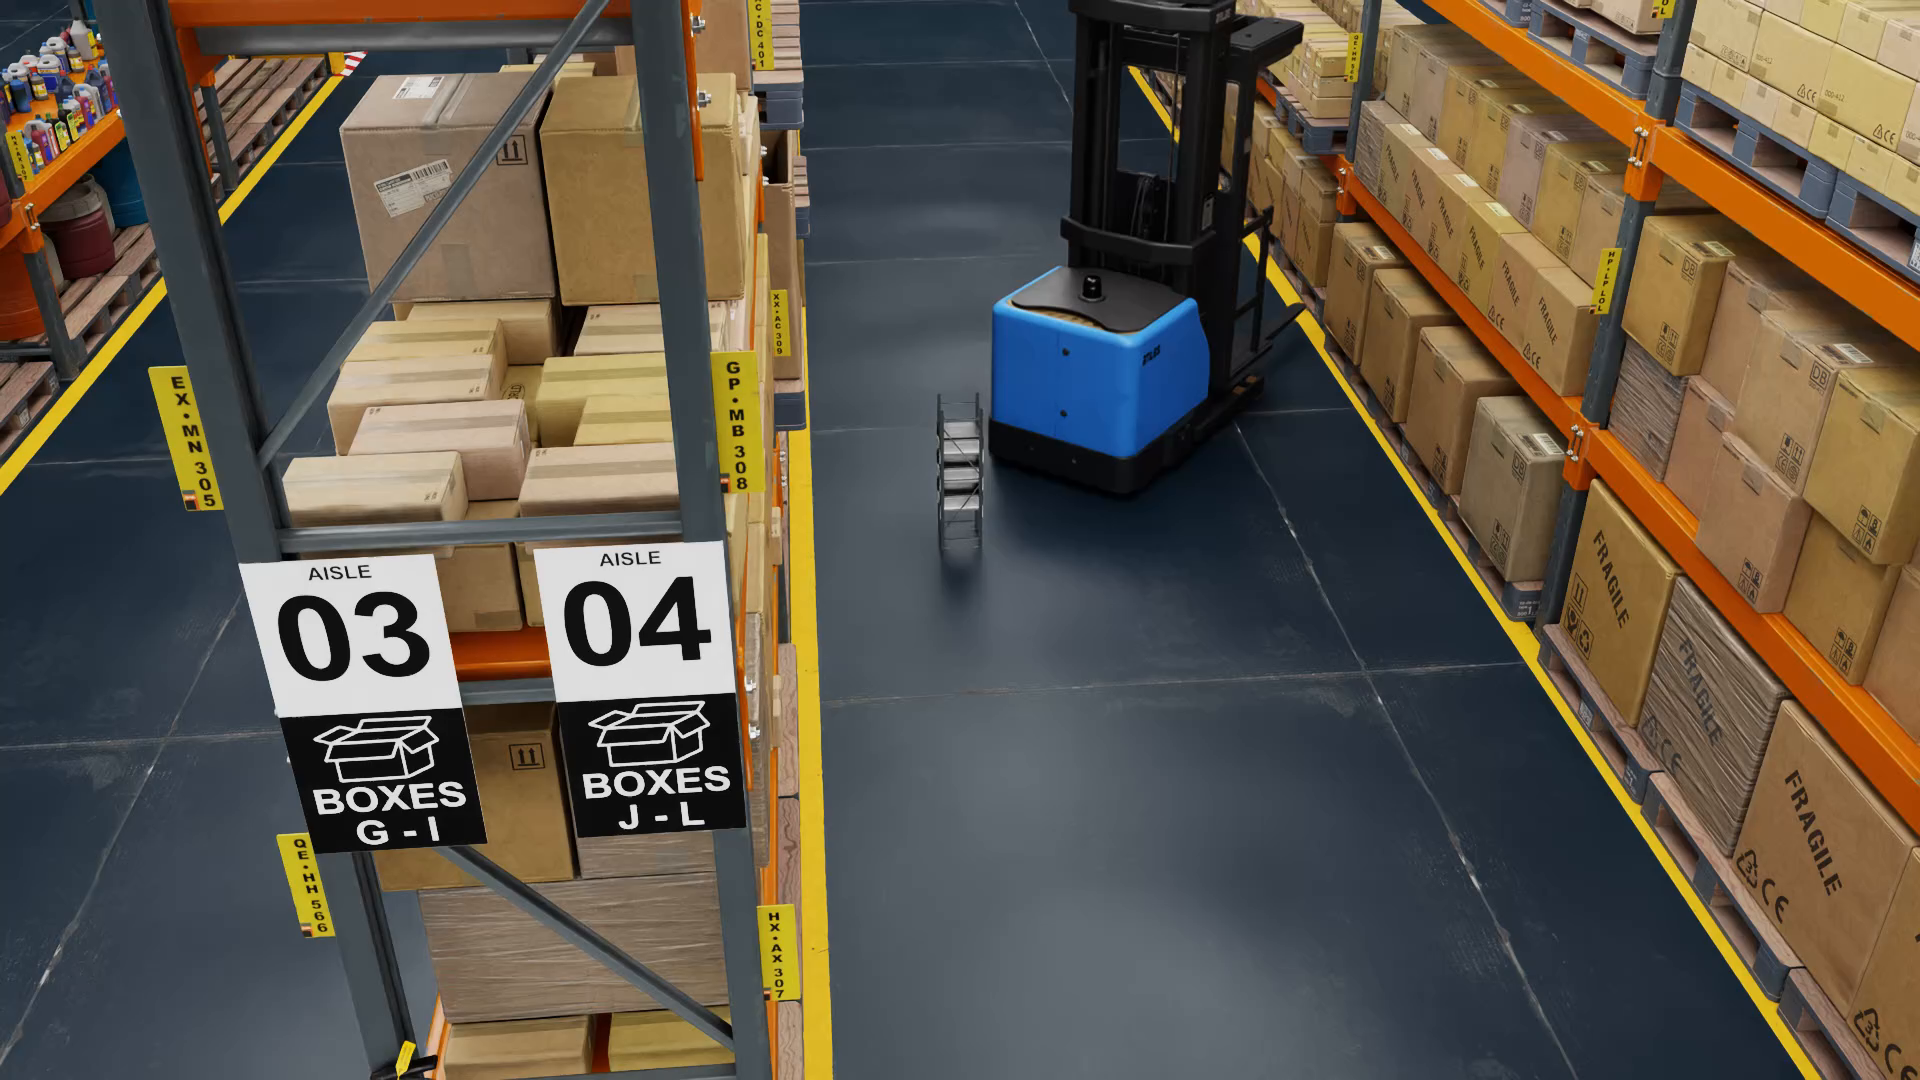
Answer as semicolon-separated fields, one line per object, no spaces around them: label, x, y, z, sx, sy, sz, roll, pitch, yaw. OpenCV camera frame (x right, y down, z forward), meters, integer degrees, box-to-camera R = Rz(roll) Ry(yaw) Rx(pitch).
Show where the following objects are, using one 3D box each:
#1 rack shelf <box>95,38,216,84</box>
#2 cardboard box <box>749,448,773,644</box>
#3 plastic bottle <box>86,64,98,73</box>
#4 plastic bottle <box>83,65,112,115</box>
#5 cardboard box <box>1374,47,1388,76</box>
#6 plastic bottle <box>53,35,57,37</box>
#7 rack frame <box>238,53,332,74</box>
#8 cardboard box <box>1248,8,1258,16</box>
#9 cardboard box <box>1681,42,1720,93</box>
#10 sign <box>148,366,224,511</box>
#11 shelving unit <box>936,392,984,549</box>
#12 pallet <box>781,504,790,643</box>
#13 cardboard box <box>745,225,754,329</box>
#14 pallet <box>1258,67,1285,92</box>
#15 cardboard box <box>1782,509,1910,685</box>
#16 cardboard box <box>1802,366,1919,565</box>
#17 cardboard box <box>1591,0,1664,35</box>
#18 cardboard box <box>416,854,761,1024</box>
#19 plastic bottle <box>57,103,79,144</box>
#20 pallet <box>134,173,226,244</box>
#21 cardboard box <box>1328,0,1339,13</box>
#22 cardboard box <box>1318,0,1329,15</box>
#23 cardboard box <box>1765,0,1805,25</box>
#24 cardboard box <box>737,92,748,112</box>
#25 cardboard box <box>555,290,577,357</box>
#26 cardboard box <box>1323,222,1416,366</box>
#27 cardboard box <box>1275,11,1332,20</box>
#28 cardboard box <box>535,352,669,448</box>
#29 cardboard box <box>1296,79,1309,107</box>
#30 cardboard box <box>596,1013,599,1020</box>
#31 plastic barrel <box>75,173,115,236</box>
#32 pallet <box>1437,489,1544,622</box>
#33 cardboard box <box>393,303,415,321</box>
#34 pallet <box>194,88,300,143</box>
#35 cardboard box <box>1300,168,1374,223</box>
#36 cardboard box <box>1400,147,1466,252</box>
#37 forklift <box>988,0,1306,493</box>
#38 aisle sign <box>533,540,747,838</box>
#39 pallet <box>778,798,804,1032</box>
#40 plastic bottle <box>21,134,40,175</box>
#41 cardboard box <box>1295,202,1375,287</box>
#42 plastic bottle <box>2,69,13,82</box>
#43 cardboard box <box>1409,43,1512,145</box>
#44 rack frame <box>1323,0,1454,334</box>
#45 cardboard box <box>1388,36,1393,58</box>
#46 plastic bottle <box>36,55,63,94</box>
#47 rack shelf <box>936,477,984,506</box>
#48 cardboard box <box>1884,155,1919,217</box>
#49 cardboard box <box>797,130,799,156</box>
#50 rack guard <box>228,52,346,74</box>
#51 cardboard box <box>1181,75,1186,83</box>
rack shelf;-7.242;-5.154;16.155;1.077;0.370;4.000;-3;31;-5
cardboard box;-0.871;0.043;5.390;0.500;0.500;0.500;-3;31;-5
plastic bottle;-6.704;-3.554;12.900;0.097;0.271;0.097;0;31;0
plastic bottle;-6.541;-3.404;12.573;0.144;0.351;0.185;-3;31;-5
cardboard box;3.296;-3.553;12.320;0.380;0.149;0.250;-4;31;-6
plastic bottle;-7.395;-4.003;13.652;0.097;0.271;0.097;0;31;0
rack frame;-7.429;-6.484;17.680;1.000;3.000;0.127;-3;31;-5
cardboard box;2.530;-4.172;13.355;0.380;0.149;0.250;-3;31;-5
cardboard box;3.266;-1.981;6.955;0.380;0.149;0.250;-3;31;-5
sign;-1.557;-0.204;3.377;0.100;0.325;0.005;-3;31;-5
shelving unit;-0.001;-0.390;9.527;0.258;0.900;0.210;-3;31;-5
pallet;-1.451;0.206;9.201;1.003;0.211;1.213;-3;31;-5
cardboard box;-0.941;-0.815;5.411;0.500;0.250;0.500;-2;31;-3
pallet;2.972;-3.749;13.289;1.003;0.211;1.213;-3;31;-5
cardboard box;3.774;0.170;6.394;0.875;0.550;0.500;-3;31;-5
cardboard box;3.709;-0.290;6.112;0.875;0.550;0.500;-3;31;-5
cardboard box;3.346;-2.580;7.858;0.500;0.250;0.500;-2;31;-4
cardboard box;-1.027;0.995;4.771;0.875;0.500;0.500;-3;31;-5
plastic bottle;-6.432;-3.010;11.978;0.061;0.283;0.133;-3;31;-5
pallet;-7.025;-2.848;14.313;1.003;0.211;1.213;-3;31;-5
cardboard box;3.176;-4.331;13.332;0.380;0.149;0.250;-4;31;-7
cardboard box;3.156;-4.338;13.633;0.380;0.149;0.250;-4;31;-7
cardboard box;3.315;-2.064;6.316;0.380;0.149;0.250;-3;31;-5
cardboard box;-1.059;-1.837;6.733;0.380;0.149;0.250;-2;31;-3
cardboard box;-1.390;-0.526;4.927;0.500;0.250;0.500;-2;31;-3
cardboard box;3.165;-1.722;11.492;1.050;0.750;0.750;-3;31;-5
cardboard box;2.604;-3.900;12.610;0.380;0.149;0.250;-3;31;-5
cardboard box;-0.873;-0.358;4.257;0.380;0.149;0.250;-3;31;-5
cardboard box;2.672;-3.252;12.104;0.380;0.149;0.250;-3;31;-5
cardboard box;-1.258;1.293;4.906;0.380;0.149;0.250;-3;31;-5
plastic barrel;-6.992;-2.621;13.230;0.421;0.512;0.421;0;31;0
pallet;3.424;0.027;9.500;1.003;0.211;1.213;-3;31;-5
cardboard box;-1.454;-0.738;4.893;0.380;0.149;0.250;-4;31;-7
pallet;-7.280;-4.242;16.647;1.003;0.211;1.213;-3;31;-5
cardboard box;2.872;-2.588;12.455;0.500;0.250;0.500;-3;31;-6
cardboard box;3.067;-2.106;10.254;0.500;0.500;0.500;-3;31;-5
forklift;1.421;-2.251;10.661;1.130;2.935;3.031;19;36;29
aisle sign;-0.699;0.349;3.706;0.394;0.787;0.004;-3;31;-5
pallet;-1.162;1.568;6.919;1.003;0.211;1.213;-3;31;-5
plastic bottle;-6.384;-2.641;11.372;0.097;0.271;0.097;0;31;0
cardboard box;2.875;-2.253;12.625;0.500;0.500;0.500;-3;31;-5
plastic bottle;-7.300;-3.480;12.777;0.097;0.271;0.097;0;31;0
cardboard box;3.278;-2.807;10.452;0.700;0.500;0.500;-3;31;-5
rack frame;3.197;-2.822;11.551;1.000;3.000;0.127;-3;31;-5
cardboard box;3.319;-3.533;11.995;0.380;0.149;0.250;-4;31;-6
plastic bottle;-7.154;-3.668;13.087;0.152;0.276;0.135;-3;31;-5
rack shelf;-0.001;-0.285;9.590;0.258;0.077;0.200;-3;31;-5
cardboard box;3.409;-1.205;5.655;0.380;0.149;0.250;-2;31;-4
cardboard box;-1.960;-3.165;13.786;1.225;0.875;0.875;-4;31;-6
rack guard;-7.444;-5.422;18.340;1.175;0.500;0.348;-3;31;-5
cardboard box;2.428;-4.630;16.657;0.380;0.149;0.250;-2;31;-3
